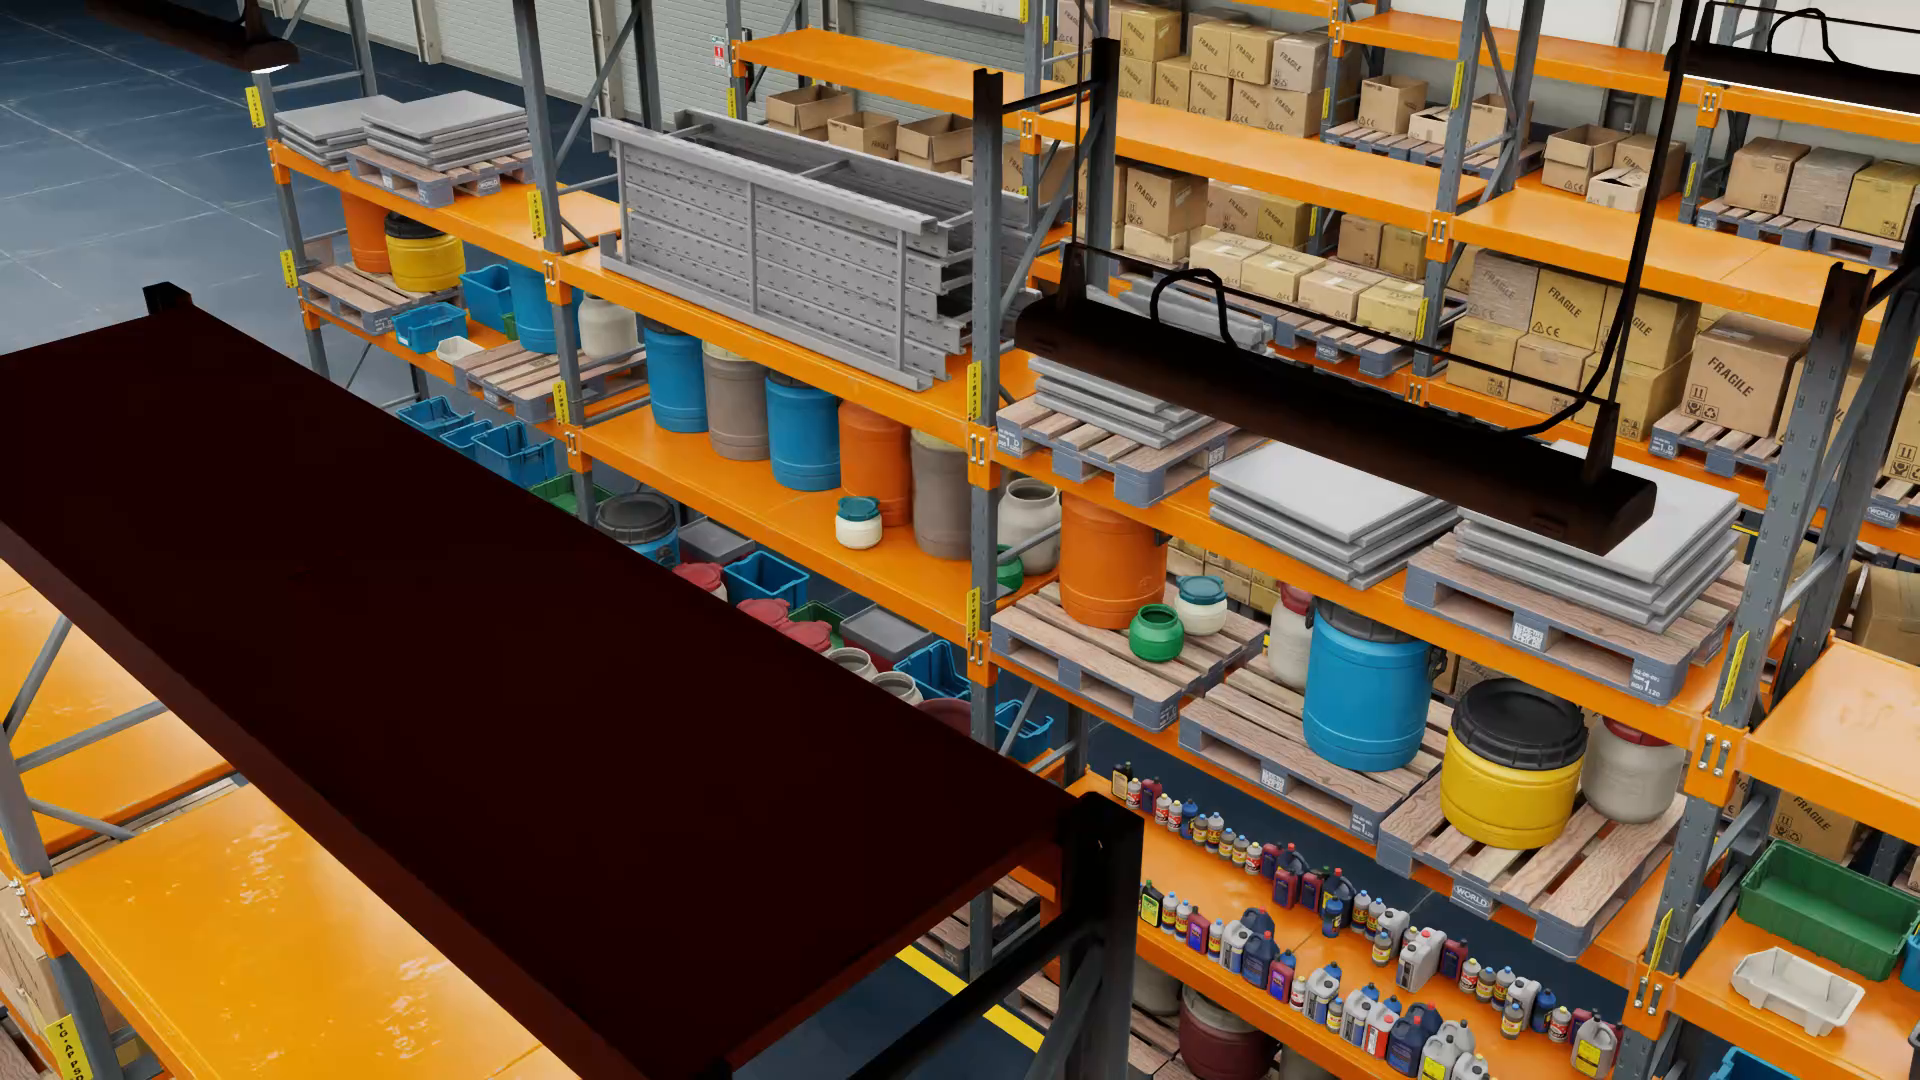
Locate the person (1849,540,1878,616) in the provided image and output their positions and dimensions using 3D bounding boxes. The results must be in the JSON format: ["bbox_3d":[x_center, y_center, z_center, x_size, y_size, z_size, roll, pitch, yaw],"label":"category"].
[{"bbox_3d":[7.034,0.644,13.406,1.051,1.622,0.446,24,37,36],"label":"person"}]
